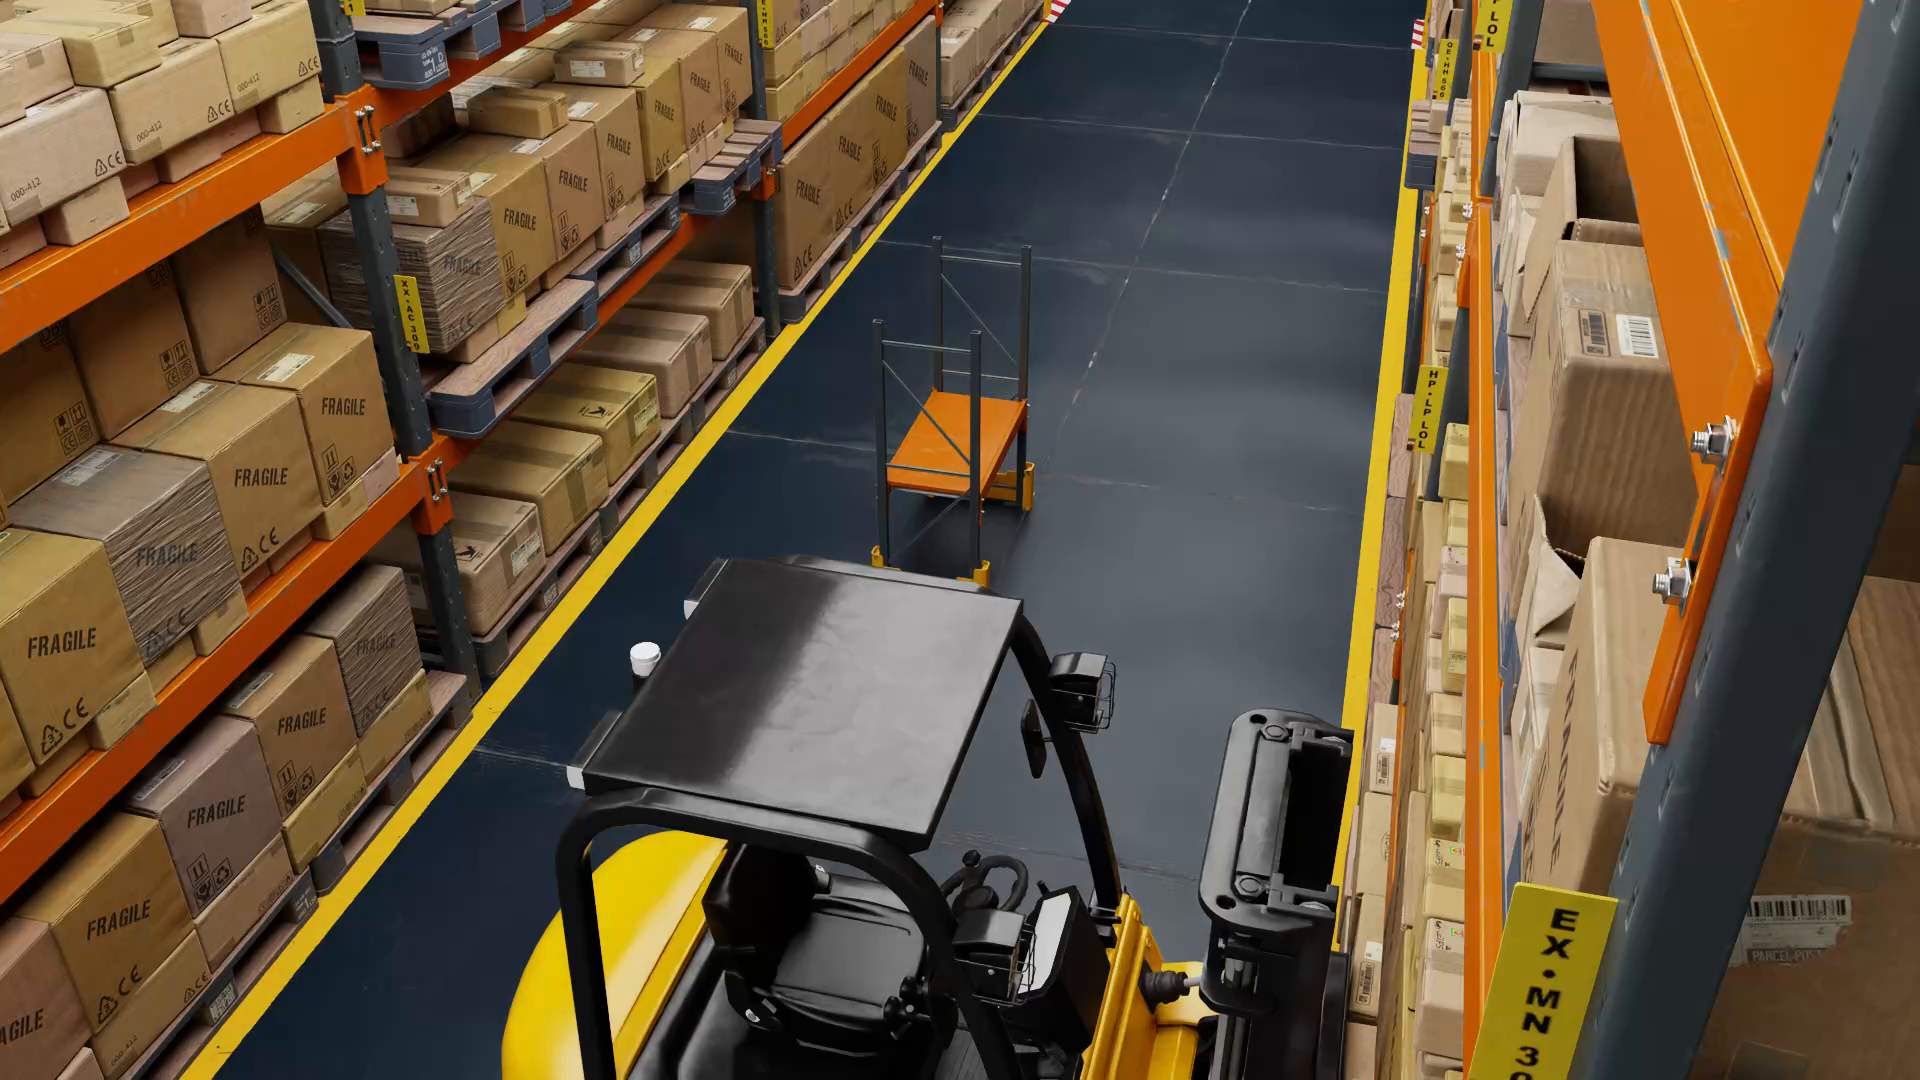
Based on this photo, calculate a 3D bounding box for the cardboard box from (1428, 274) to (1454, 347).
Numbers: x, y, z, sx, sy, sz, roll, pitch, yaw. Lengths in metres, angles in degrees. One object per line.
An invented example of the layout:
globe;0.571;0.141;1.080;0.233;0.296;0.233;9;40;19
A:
cardboard box;2.252;-0.887;7.023;0.500;0.250;0.500;9;33;13

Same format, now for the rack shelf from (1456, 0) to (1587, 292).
rack shelf;2.623;-1.917;6.844;1.077;0.370;4.000;8;33;12

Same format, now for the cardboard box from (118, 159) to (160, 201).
cardboard box;-2.772;-1.165;5.225;0.380;0.149;0.250;7;33;11

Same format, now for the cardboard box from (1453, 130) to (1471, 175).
cardboard box;2.658;-1.908;8.257;0.380;0.149;0.250;9;34;14

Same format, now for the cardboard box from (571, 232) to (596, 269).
cardboard box;-2.001;-1.448;8.074;0.380;0.149;0.250;8;33;13

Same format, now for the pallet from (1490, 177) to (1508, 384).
pallet;1.924;-0.699;4.341;1.003;0.211;1.213;8;33;12

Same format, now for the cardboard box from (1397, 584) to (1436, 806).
cardboard box;1.634;0.508;5.062;0.500;0.500;0.500;9;33;13

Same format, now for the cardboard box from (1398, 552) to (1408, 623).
cardboard box;2.442;0.234;7.408;0.875;0.625;0.625;8;33;12

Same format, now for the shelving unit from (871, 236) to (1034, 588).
shelving unit;-0.019;-0.593;8.285;0.587;1.500;1.083;8;33;12

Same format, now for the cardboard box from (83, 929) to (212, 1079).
cardboard box;-2.966;1.538;5.706;0.500;0.250;0.500;10;34;16

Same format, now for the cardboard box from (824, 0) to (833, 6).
cardboard box;-1.047;-3.878;11.030;0.500;0.500;0.500;9;34;14

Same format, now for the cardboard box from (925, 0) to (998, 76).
cardboard box;-0.167;-4.614;15.209;0.875;0.438;0.875;7;33;11

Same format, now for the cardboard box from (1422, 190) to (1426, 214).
cardboard box;3.549;-2.434;11.722;0.500;0.500;0.500;7;33;11

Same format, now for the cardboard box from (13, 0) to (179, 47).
cardboard box;-2.700;-1.625;5.205;0.380;0.149;0.250;9;33;14

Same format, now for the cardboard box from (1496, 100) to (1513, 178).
cardboard box;1.708;-1.105;4.645;0.380;0.149;0.250;9;33;13

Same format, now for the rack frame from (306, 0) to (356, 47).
rack frame;-2.687;-3.123;5.274;1.000;3.000;0.127;8;33;12

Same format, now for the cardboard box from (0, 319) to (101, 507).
cardboard box;-3.312;-0.463;5.380;0.700;0.500;0.500;7;33;11

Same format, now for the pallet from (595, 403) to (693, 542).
pallet;-2.183;-0.453;9.266;1.003;0.211;1.213;8;33;12

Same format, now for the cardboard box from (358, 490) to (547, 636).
cardboard box;-2.556;0.068;7.904;0.950;0.372;0.625;8;33;13

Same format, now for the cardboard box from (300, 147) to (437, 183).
cardboard box;-2.667;-1.464;7.495;0.500;0.500;0.500;8;33;13

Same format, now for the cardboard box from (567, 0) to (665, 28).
cardboard box;-2.010;-2.809;9.612;0.500;0.500;0.500;7;33;11

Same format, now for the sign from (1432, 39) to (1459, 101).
sign;2.603;-2.517;8.908;0.100;0.325;0.005;8;33;12

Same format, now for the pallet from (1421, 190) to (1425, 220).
pallet;3.976;-2.464;12.430;1.003;0.211;1.213;8;33;12

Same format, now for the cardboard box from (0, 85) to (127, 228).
cardboard box;-2.809;-1.128;4.795;0.500;0.250;0.500;7;33;12

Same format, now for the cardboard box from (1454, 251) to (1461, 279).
cardboard box;2.283;-1.108;6.998;0.380;0.149;0.250;8;33;13

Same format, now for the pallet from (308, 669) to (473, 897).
pallet;-2.823;0.939;7.076;1.003;0.211;1.213;8;33;12

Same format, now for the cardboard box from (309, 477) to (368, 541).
cardboard box;-2.530;-0.146;6.418;0.380;0.149;0.250;9;33;13

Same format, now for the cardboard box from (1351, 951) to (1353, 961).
cardboard box;1.430;1.585;5.166;0.500;0.250;0.500;8;33;12

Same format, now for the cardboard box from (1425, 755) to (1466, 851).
cardboard box;1.369;0.696;4.161;0.380;0.149;0.250;7;33;11

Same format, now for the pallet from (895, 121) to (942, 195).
pallet;-0.779;-3.155;13.516;1.003;0.211;1.213;8;33;12

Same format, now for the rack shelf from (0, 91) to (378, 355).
rack shelf;-3.194;-0.515;4.639;1.077;0.370;4.000;8;33;12

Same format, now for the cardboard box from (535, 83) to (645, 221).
cardboard box;-1.905;-1.923;8.217;0.500;0.500;0.500;7;33;10

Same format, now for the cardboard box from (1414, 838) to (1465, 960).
cardboard box;1.214;0.827;3.678;0.380;0.149;0.250;9;33;13

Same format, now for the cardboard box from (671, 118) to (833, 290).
cardboard box;-1.416;-2.294;11.152;0.875;0.875;0.875;8;33;12

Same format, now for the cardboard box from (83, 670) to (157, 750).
cardboard box;-2.852;0.518;5.373;0.380;0.149;0.250;8;33;13

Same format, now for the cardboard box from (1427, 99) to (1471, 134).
cardboard box;2.926;-2.457;9.662;0.380;0.149;0.250;9;33;13

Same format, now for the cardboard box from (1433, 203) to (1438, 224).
cardboard box;2.782;-1.732;8.819;0.500;0.250;0.500;8;33;13

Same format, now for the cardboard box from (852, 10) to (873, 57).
cardboard box;-0.930;-3.620;11.788;0.500;0.250;0.500;8;33;12

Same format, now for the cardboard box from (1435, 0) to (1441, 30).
cardboard box;3.675;-3.798;11.444;0.700;0.500;0.500;8;33;13

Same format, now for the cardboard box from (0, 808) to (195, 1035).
cardboard box;-2.960;1.227;5.496;0.500;0.500;0.500;9;33;13

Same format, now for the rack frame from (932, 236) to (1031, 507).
rack frame;0.107;-0.852;8.693;0.500;1.500;0.032;8;33;12

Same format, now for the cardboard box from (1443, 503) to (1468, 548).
cardboard box;1.716;0.031;5.207;0.380;0.149;0.250;9;33;14

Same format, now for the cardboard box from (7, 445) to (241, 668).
cardboard box;-2.810;0.044;5.515;0.500;0.500;0.500;9;34;14

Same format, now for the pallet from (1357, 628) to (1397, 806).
pallet;2.265;0.872;7.181;1.003;0.211;1.213;8;33;12

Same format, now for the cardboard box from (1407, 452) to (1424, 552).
cardboard box;1.990;-0.151;6.331;0.500;0.250;0.500;9;33;13

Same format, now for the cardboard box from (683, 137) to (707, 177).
cardboard box;-1.617;-2.120;9.132;0.380;0.149;0.250;6;33;10

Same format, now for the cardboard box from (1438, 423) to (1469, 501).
cardboard box;1.748;-0.233;5.346;0.380;0.149;0.250;9;33;13

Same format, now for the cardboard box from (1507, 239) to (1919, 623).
cardboard box;1.334;-0.149;2.815;0.700;0.500;0.500;8;33;13

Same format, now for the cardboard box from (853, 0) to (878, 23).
cardboard box;-0.892;-3.830;11.652;0.500;0.250;0.500;9;33;13

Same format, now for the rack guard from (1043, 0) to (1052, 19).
rack guard;0.365;-5.776;17.369;1.175;0.500;0.348;8;33;12

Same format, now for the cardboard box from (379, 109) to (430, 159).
cardboard box;-2.626;-1.839;7.481;0.380;0.149;0.250;7;33;11
